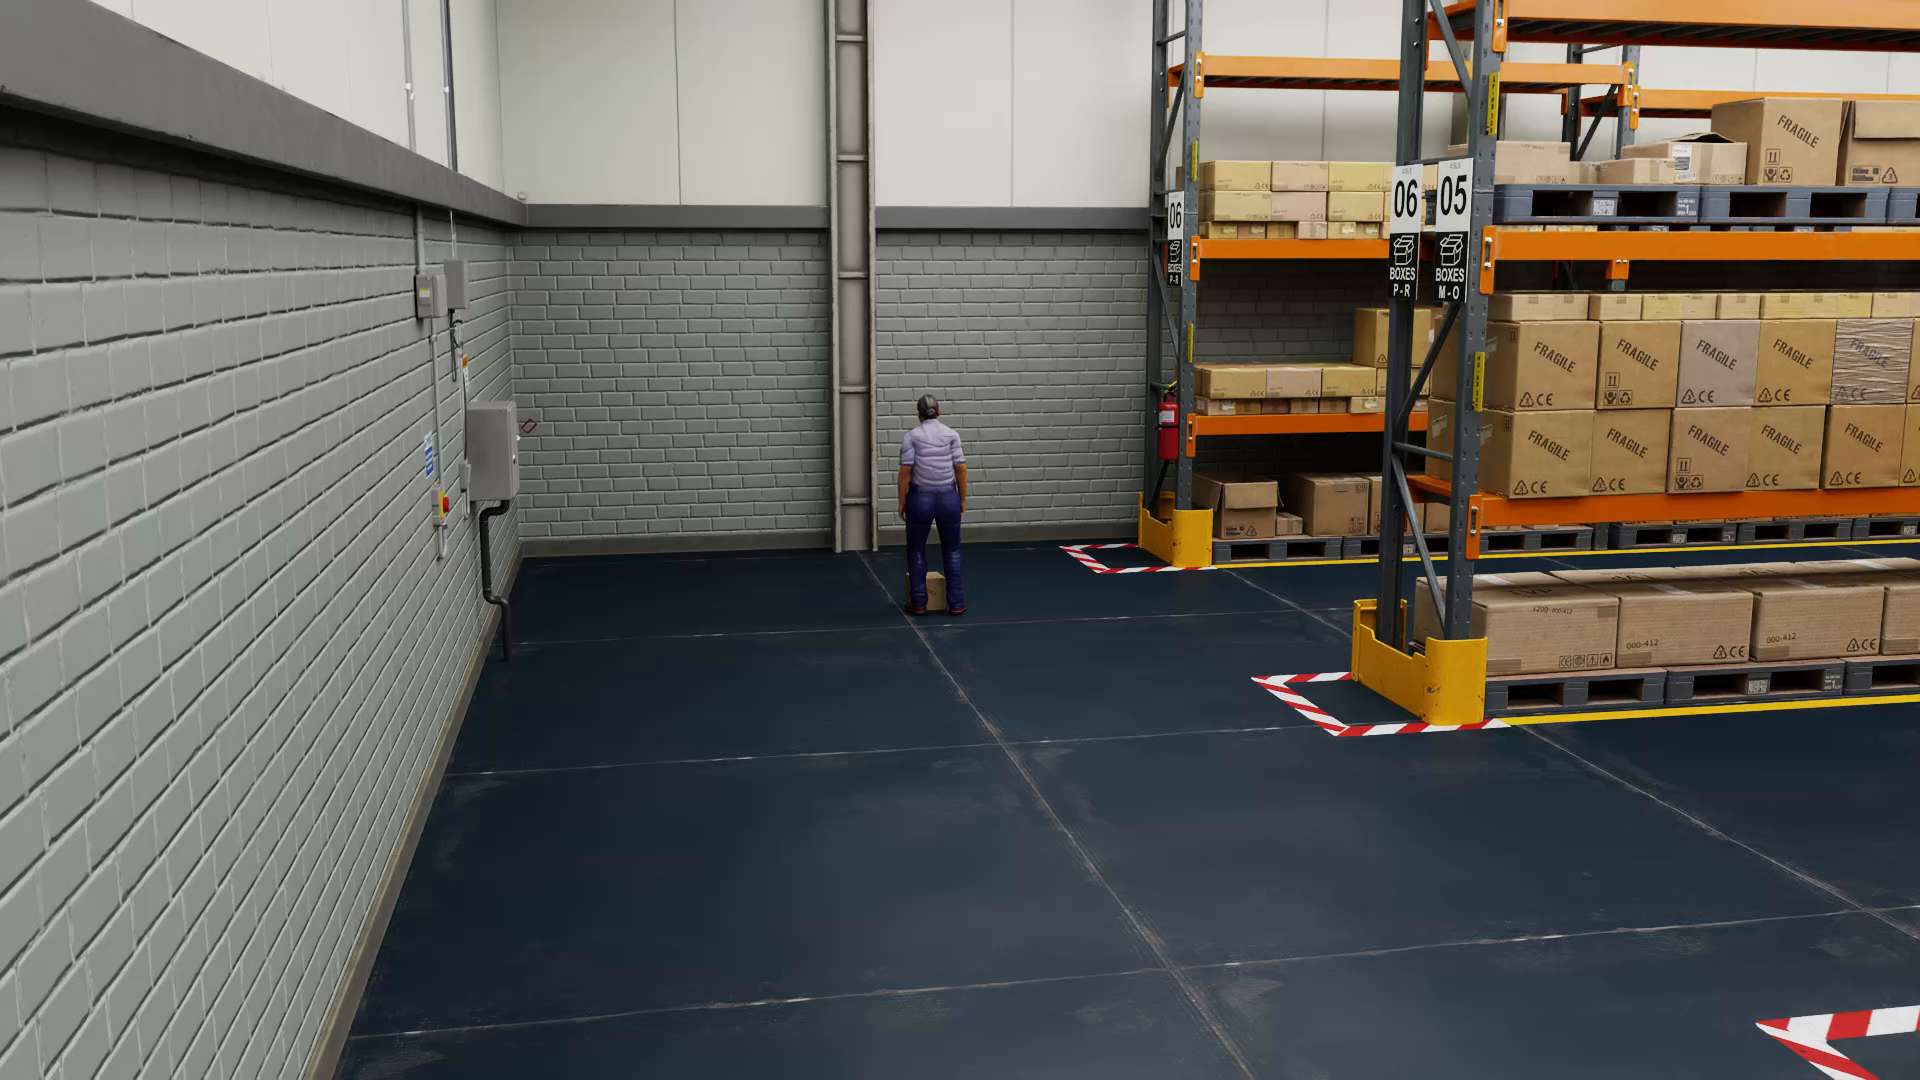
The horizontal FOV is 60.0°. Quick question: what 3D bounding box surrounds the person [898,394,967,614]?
[{"bbox_3d":[-0.202,-0.260,12.435,0.528,1.651,0.418,-2,10,-11],"label":"person"}]
